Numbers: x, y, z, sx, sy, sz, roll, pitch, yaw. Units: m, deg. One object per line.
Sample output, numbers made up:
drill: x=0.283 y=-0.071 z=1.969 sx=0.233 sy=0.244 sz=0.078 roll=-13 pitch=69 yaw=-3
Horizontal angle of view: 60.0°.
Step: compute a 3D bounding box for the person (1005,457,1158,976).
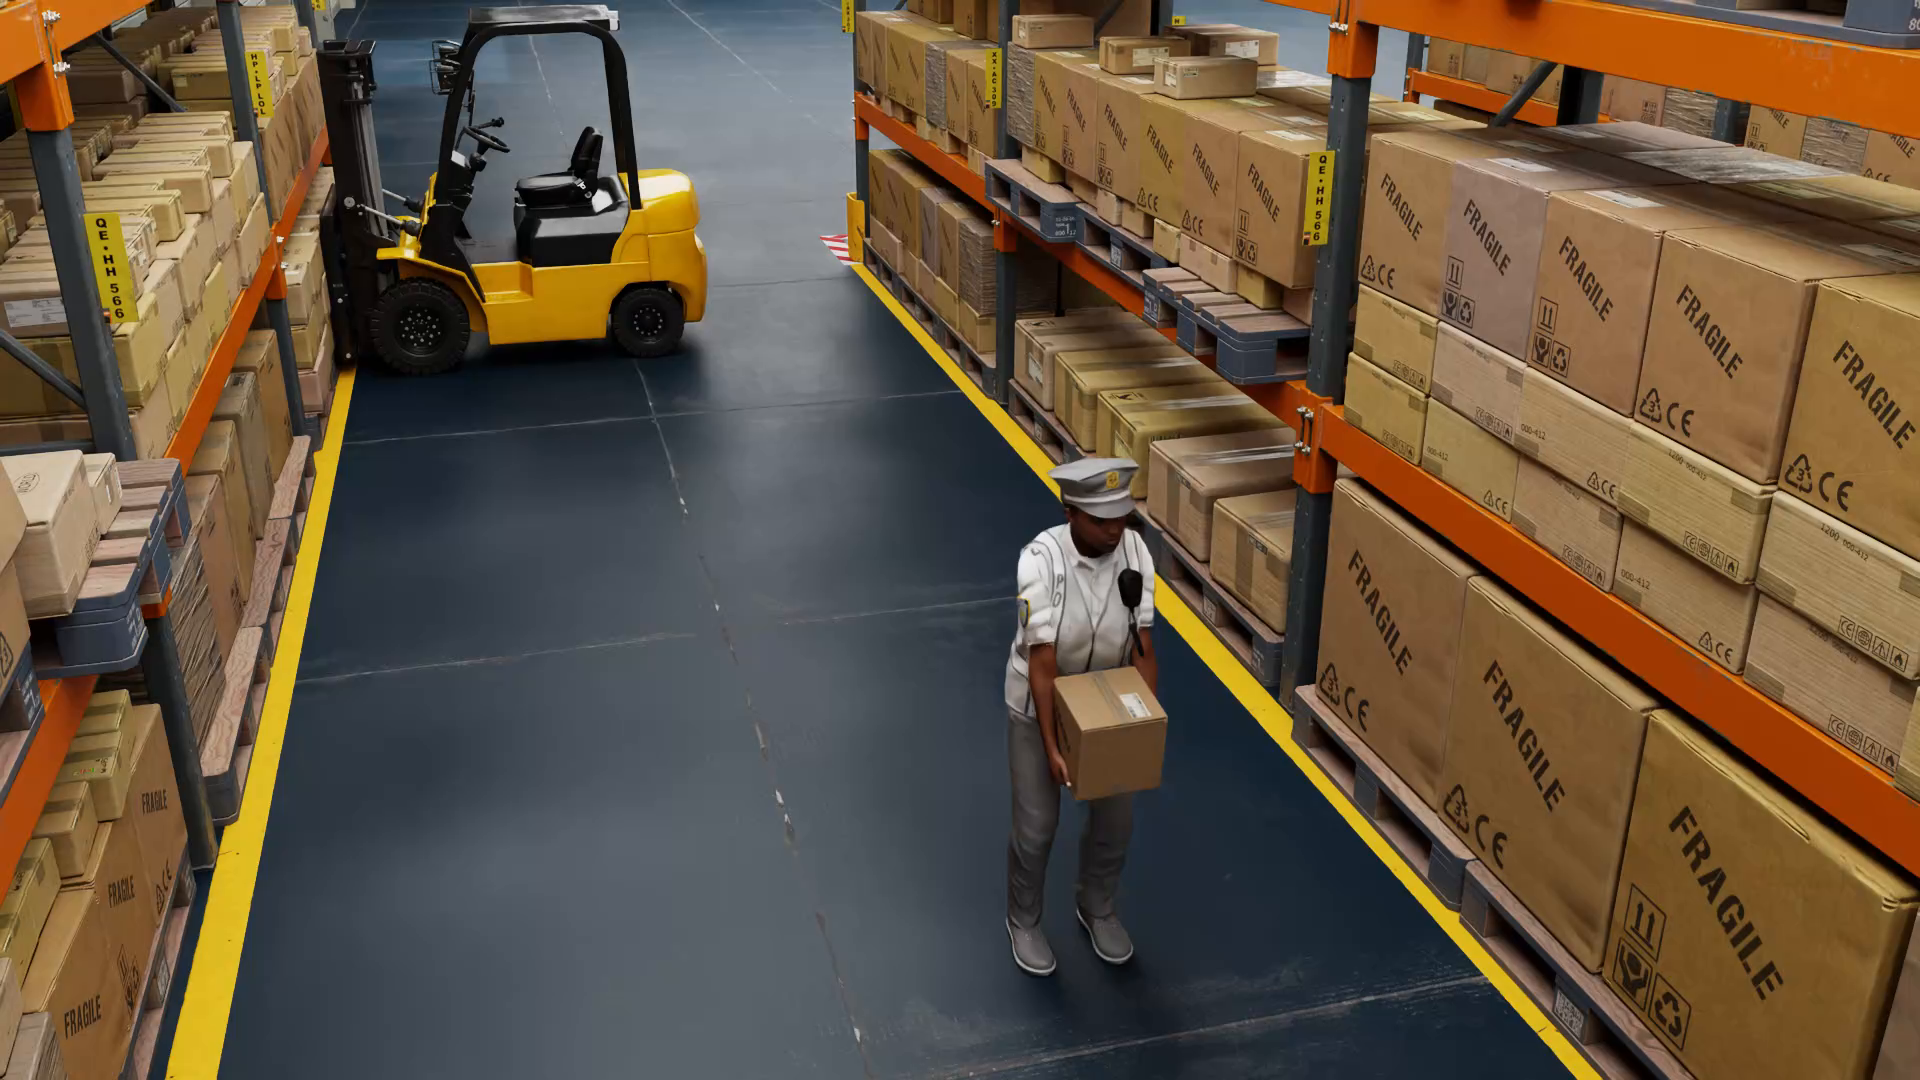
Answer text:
person: x=0.362 y=0.534 z=4.855 sx=0.416 sy=1.663 sz=0.544 roll=-7 pitch=24 yaw=-15
